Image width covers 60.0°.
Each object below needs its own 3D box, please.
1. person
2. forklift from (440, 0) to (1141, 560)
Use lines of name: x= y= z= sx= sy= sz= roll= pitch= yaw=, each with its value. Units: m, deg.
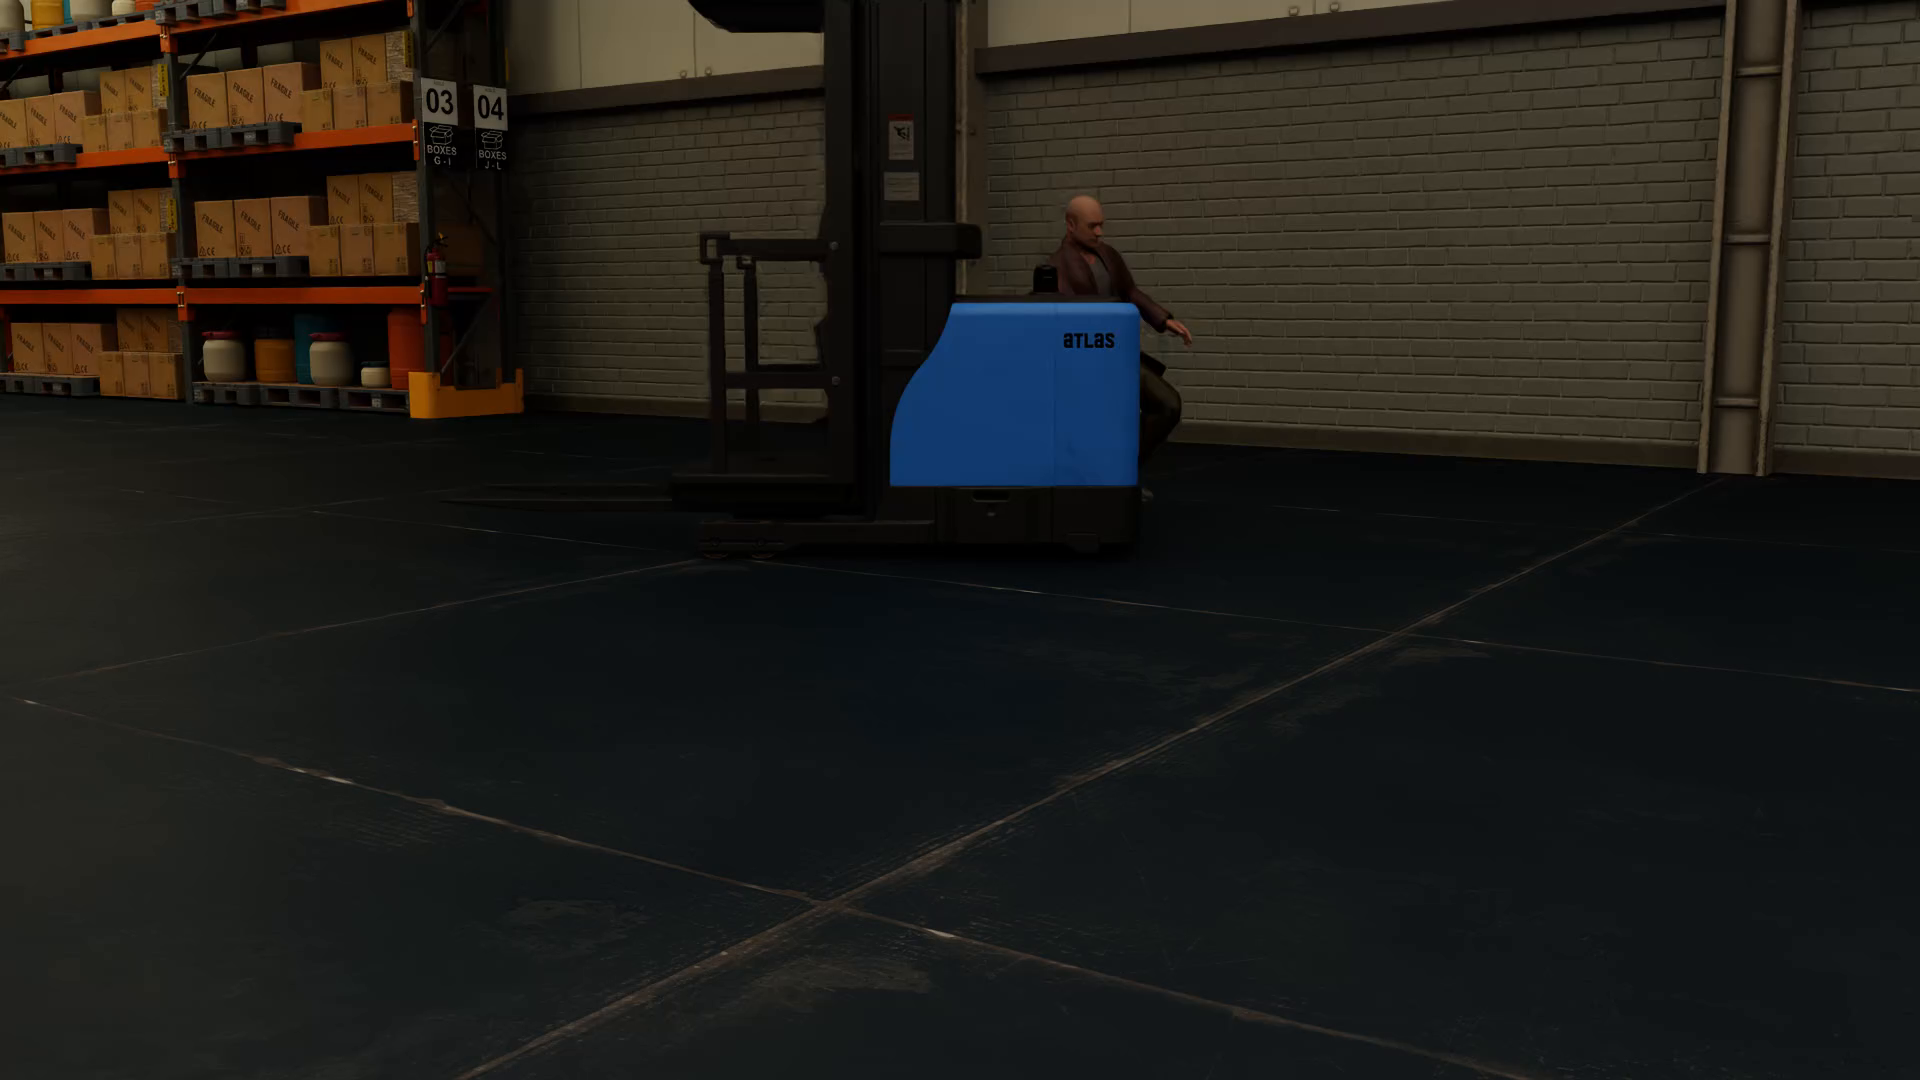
person: x=0.792 y=-0.912 z=8.316 sx=0.745 sy=1.599 sz=0.817 roll=8 pitch=11 yaw=44
forklift: x=-0.738 y=-1.443 z=7.338 sx=3.031 sy=2.935 sz=1.130 roll=0 pitch=8 yaw=1
